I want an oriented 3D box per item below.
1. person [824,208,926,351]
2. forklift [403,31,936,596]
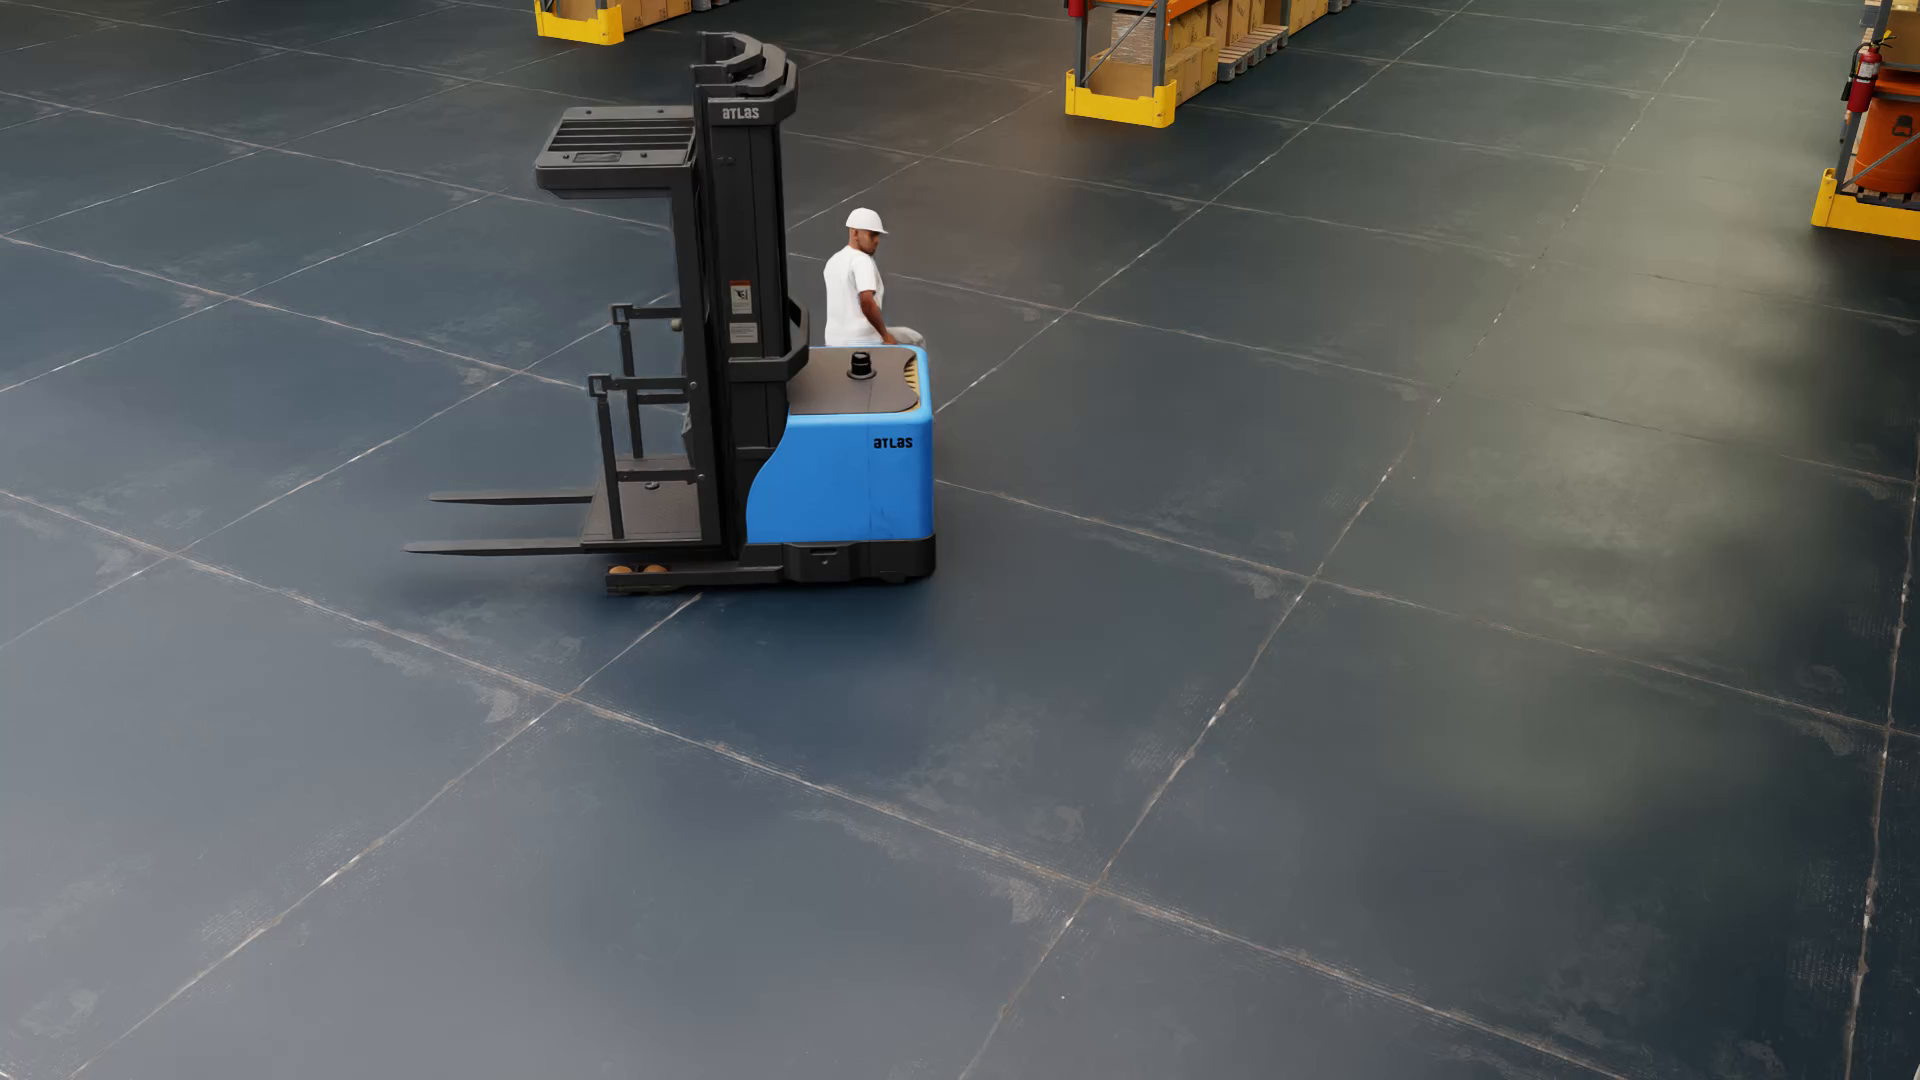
[{"bbox_3d":[-0.568,-1.410,10.982,0.841,1.521,0.693,26,39,37],"label":"person"},{"bbox_3d":[-1.673,-1.225,9.193,3.031,2.935,1.130,-2,30,-3],"label":"forklift"}]
